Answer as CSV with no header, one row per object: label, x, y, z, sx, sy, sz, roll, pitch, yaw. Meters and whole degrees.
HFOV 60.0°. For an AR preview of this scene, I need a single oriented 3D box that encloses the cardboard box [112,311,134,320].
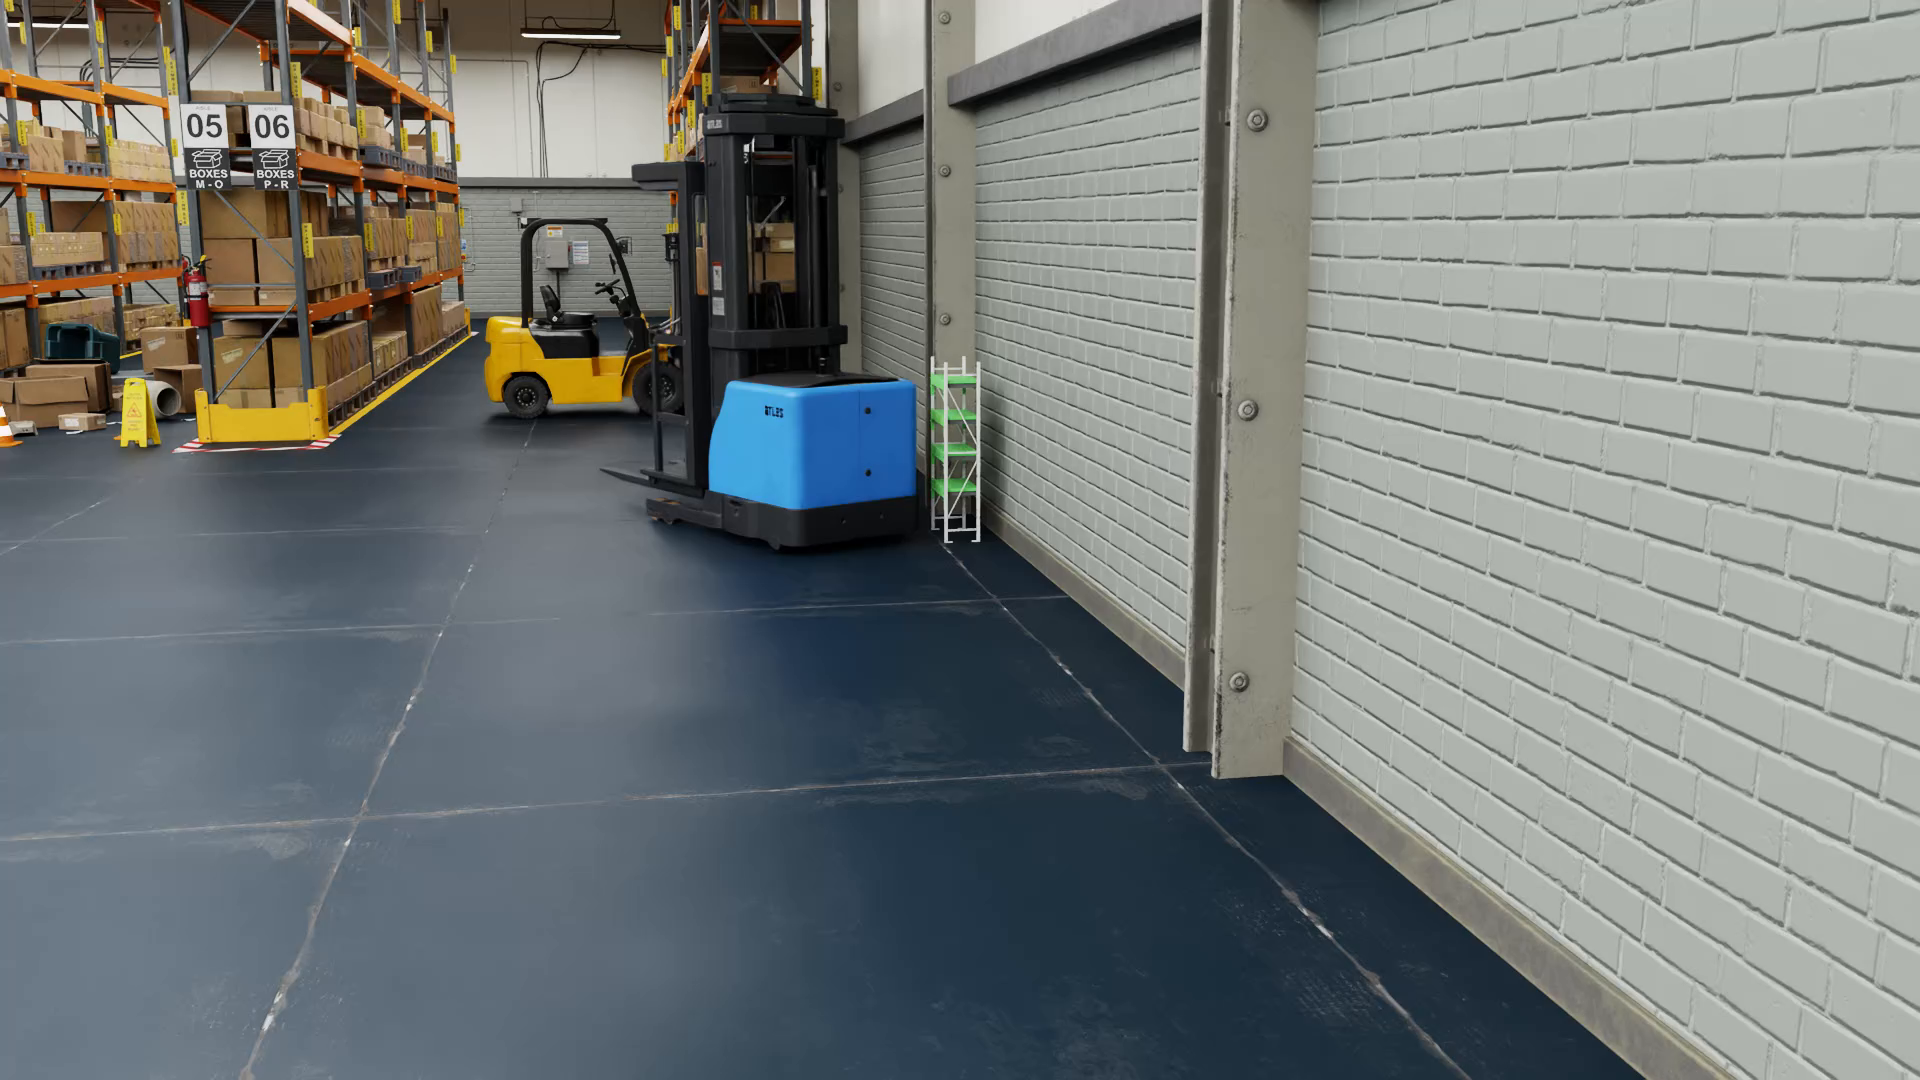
cardboard box,-13.983,-3.726,27.662,0.380,0.149,0.250,-2,11,-12

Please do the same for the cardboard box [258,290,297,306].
cardboard box,-6.720,-2.404,16.478,0.380,0.149,0.250,-2,11,-11

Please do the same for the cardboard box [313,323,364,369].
cardboard box,-7.156,-2.223,19.081,0.500,0.500,0.500,-2,11,-10

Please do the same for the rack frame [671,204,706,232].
rack frame,-5.101,-5.574,32.457,1.000,3.000,0.127,-2,11,-11

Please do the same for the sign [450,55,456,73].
sign,-9.434,-8.854,30.940,0.100,0.325,0.005,-2,11,-11

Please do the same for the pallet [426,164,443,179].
pallet,-9.340,-6.239,28.169,1.003,0.211,1.213,-2,11,-11

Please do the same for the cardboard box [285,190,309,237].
cardboard box,-7.422,-3.509,17.876,0.700,0.500,0.500,-2,11,-11

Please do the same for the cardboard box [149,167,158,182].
cardboard box,-14.267,-6.335,28.837,0.500,0.250,0.500,-2,11,-9

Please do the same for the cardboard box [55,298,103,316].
cardboard box,-13.547,-3.585,25.565,0.500,0.250,0.500,-2,11,-8

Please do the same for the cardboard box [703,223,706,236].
cardboard box,-2.848,-3.675,19.686,0.380,0.149,0.250,-2,11,-10

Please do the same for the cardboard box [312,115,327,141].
cardboard box,-6.906,-4.292,17.309,0.500,0.250,0.500,-2,11,-9

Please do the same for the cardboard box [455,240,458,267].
cardboard box,-9.532,-5.270,30.595,0.500,0.500,0.500,-2,11,-12

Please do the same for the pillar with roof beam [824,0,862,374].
pillar with roof beam,-5.463,-5.590,16.499,9.100,9.000,0.400,-2,11,-11

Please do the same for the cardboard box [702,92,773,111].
cardboard box,-2.491,-4.791,18.658,0.797,0.503,0.637,-2,11,-9

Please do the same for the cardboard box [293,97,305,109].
cardboard box,-6.779,-4.366,16.630,0.380,0.149,0.250,-2,11,-11

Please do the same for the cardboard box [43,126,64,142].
cardboard box,-13.855,-5.903,24.765,0.797,0.503,0.637,-2,11,-12

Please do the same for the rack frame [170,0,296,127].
rack frame,-6.857,-5.405,15.527,1.000,3.000,0.127,-2,11,-11

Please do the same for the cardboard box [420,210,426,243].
cardboard box,-8.555,-4.844,25.680,0.500,0.500,0.500,-2,11,-10

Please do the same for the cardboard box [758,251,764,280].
cardboard box,-1.936,-2.884,18.058,0.500,0.500,0.500,-2,11,-9

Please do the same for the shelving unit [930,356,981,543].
shelving unit,-0.032,-0.620,11.244,0.258,1.200,0.503,-2,11,-11

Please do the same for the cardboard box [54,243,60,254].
cardboard box,-13.353,-4.242,24.215,0.380,0.149,0.250,-2,11,-11

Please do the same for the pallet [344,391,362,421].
pallet,-7.229,-1.476,18.384,1.003,0.211,1.213,-2,11,-11

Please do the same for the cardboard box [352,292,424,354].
cardboard box,-8.466,-3.217,24.637,0.875,0.875,0.875,-2,11,-12

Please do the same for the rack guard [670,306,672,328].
rack guard,-5.086,-4.332,32.618,1.175,0.500,0.348,-2,11,-11

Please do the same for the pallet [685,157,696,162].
pallet,-3.325,-5.366,23.849,1.213,0.211,1.003,-2,11,-8

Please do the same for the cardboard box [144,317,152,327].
cardboard box,-14.070,-3.726,28.458,0.380,0.149,0.250,-2,11,-11

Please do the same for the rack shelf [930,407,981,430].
rack shelf,-0.032,-0.793,11.211,0.258,0.148,0.480,-2,11,-11

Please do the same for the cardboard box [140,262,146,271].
cardboard box,-14.065,-4.640,28.226,0.380,0.149,0.250,-2,11,-8

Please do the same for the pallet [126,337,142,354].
pallet,-14.192,-3.212,27.509,1.003,0.211,1.213,-2,11,-11

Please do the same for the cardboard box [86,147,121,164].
cardboard box,-13.885,-6.203,26.804,0.500,0.250,0.500,-2,11,-9

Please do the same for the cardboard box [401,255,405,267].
cardboard box,-7.902,-3.865,23.031,0.380,0.149,0.250,-2,11,-11

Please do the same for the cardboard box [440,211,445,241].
cardboard box,-9.138,-5.388,28.541,0.500,0.500,0.500,-2,11,-12

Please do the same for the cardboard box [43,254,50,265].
cardboard box,-13.243,-3.998,23.726,0.380,0.149,0.250,-2,11,-8

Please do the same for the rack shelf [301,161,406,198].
rack shelf,-8.024,-4.678,21.656,1.077,0.370,4.000,-2,11,-11

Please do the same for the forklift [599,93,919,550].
forklift,-1.595,-1.598,11.756,1.130,2.935,3.031,-9,14,-38

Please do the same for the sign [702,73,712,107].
sign,-2.524,-4.492,16.593,0.100,0.325,0.005,-2,11,-11

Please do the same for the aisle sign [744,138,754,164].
aisle sign,-2.264,-3.893,16.677,0.394,0.787,0.004,-2,11,-11

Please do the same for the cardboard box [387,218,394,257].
cardboard box,-7.736,-3.966,21.827,0.500,0.500,0.500,-3,11,-13

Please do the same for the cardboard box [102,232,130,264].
cardboard box,-13.876,-4.755,27.096,0.500,0.500,0.500,-2,11,-12

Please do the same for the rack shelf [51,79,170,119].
rack shelf,-14.416,-7.419,28.042,1.077,0.370,4.000,-2,11,-11

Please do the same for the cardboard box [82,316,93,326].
cardboard box,-13.441,-3.124,25.148,0.500,0.500,0.500,-2,11,-12

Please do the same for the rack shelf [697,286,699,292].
rack shelf,-3.156,-3.386,22.889,1.077,0.370,4.000,-2,11,-11

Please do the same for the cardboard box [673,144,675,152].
cardboard box,-4.489,-6.380,27.159,0.380,0.149,0.250,-2,11,-12

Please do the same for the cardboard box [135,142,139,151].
cardboard box,-14.118,-6.654,28.109,0.380,0.149,0.250,-2,11,-13

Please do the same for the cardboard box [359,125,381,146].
cardboard box,-7.355,-4.919,20.276,0.500,0.250,0.500,-2,11,-13

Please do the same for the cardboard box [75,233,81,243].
cardboard box,-13.560,-4.579,25.188,0.380,0.149,0.250,-2,11,-13

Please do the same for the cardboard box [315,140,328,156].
cardboard box,-6.858,-4.117,17.457,0.380,0.149,0.250,-2,11,-10

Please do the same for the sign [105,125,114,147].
sign,-13.483,-6.402,26.352,0.100,0.325,0.005,-2,11,-11

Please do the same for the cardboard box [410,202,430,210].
cardboard box,-8.998,-5.585,27.841,0.380,0.149,0.250,-2,11,-12

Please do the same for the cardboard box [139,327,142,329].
cardboard box,-14.118,-3.530,28.221,0.380,0.149,0.250,-3,11,-13

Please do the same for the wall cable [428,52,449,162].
wall cable,-11.351,-9.372,36.372,0.463,3.000,0.029,-2,11,-11

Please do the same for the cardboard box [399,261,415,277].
cardboard box,-8.261,-3.950,24.330,0.500,0.250,0.500,-2,11,-12

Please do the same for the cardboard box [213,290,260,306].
cardboard box,-7.139,-2.395,16.431,0.380,0.149,0.250,-2,11,-9

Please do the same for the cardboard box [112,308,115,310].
cardboard box,-14.618,-3.900,28.576,0.380,0.149,0.250,-2,11,-11

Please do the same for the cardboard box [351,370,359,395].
cardboard box,-7.048,-1.758,18.639,0.500,0.250,0.500,-2,11,-10

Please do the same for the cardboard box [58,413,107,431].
cardboard box,-9.093,-1.224,17.231,0.380,0.149,0.250,4,11,18

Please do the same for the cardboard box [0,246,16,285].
cardboard box,-12.802,-3.611,21.880,0.500,0.500,0.500,-2,11,-11

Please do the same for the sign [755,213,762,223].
sign,-3.001,-4.696,24.749,0.100,0.325,0.005,-2,11,-11
